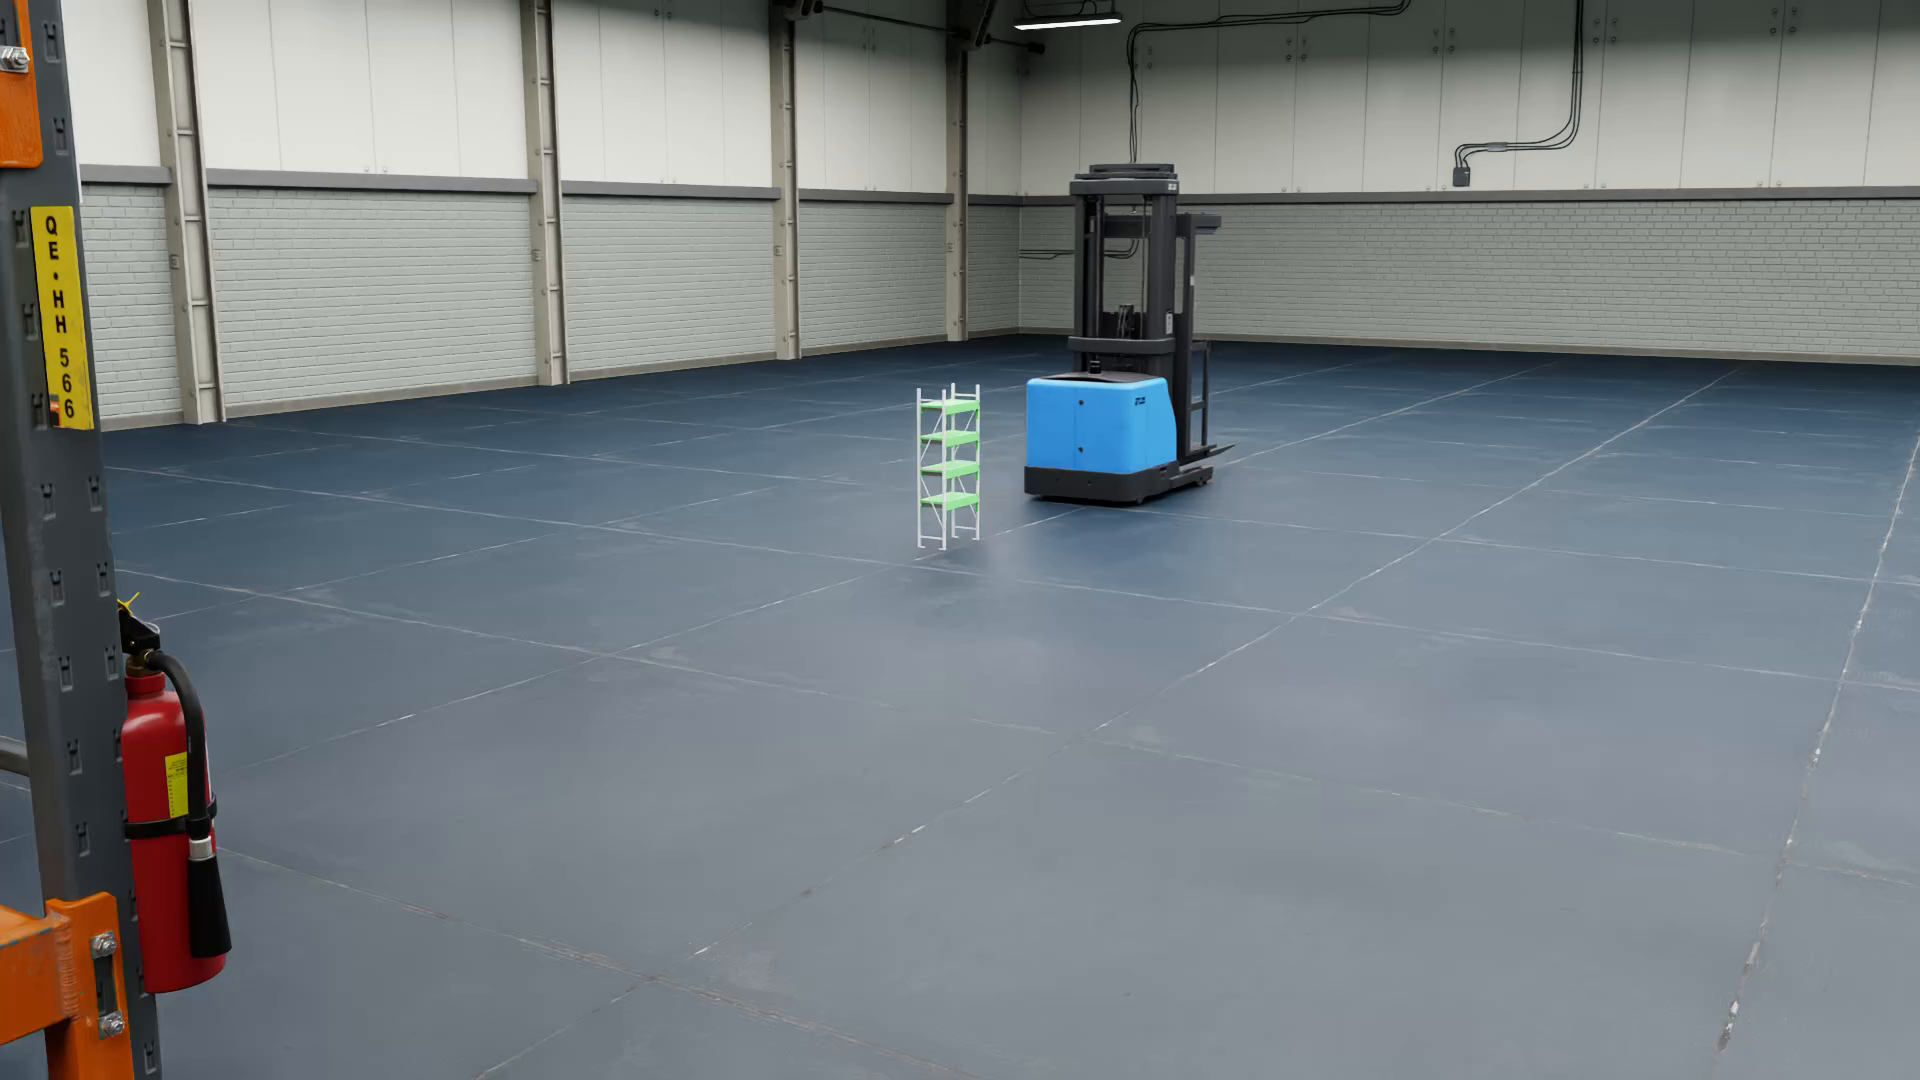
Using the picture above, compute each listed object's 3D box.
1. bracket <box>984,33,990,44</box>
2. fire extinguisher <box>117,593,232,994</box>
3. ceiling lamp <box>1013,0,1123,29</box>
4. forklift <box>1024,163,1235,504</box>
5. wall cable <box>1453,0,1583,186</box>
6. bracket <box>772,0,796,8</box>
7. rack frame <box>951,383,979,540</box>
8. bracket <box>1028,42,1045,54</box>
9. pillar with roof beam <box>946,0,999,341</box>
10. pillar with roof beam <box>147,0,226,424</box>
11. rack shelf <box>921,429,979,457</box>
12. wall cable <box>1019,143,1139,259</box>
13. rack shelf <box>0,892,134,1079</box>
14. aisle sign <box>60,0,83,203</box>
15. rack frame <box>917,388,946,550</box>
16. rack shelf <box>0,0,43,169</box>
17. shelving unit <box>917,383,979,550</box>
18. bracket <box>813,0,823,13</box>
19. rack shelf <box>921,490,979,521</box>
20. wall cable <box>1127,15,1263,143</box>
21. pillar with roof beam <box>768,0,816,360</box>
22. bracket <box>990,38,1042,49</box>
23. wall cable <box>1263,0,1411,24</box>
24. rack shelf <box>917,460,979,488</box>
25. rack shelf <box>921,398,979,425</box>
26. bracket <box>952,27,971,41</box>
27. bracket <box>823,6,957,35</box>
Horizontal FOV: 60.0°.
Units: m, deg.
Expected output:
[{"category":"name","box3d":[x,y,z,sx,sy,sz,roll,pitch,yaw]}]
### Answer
[{"category":"bracket","box3d":[0.457,-10.523,34.843,0.235,0.232,0.430,6,12,31]},{"category":"fire extinguisher","box3d":[-1.338,0.405,2.763,0.296,0.674,0.183,6,12,31]},{"category":"ceiling lamp","box3d":[1.991,-10.530,28.800,2.000,3.185,0.800,6,12,31]},{"category":"forklift","box3d":[1.739,-1.979,15.477,1.130,2.935,3.031,6,12,29]},{"category":"wall cable","box3d":[10.703,-9.822,31.636,2.305,6.003,0.169,6,12,31]},{"category":"bracket","box3d":[-3.089,-9.449,29.106,0.235,0.232,0.430,6,12,31]},{"category":"rack frame","box3d":[0.041,-0.602,12.824,0.240,1.200,0.015,6,12,31]},{"category":"bracket","box3d":[1.687,-10.896,36.834,0.235,0.232,0.430,6,12,31]},{"category":"pillar with roof beam","box3d":[3.617,-8.311,32.810,9.100,9.000,0.548,6,12,31]},{"category":"pillar with roof beam","box3d":[-5.728,-5.481,17.689,9.100,9.000,0.400,6,12,31]},{"category":"rack shelf","box3d":[-0.086,-0.737,12.587,0.258,0.148,0.480,6,12,31]},{"category":"wall cable","box3d":[2.597,-7.533,37.093,3.097,2.526,0.112,6,12,31]},{"category":"rack shelf","box3d":[-2.830,1.009,1.281,1.077,0.370,4.000,6,12,31]},{"category":"aisle sign","box3d":[-1.503,-0.918,2.555,0.394,0.787,0.004,6,12,31]},{"category":"rack frame","box3d":[-0.213,-0.525,12.414,0.240,1.200,0.015,6,12,31]},{"category":"rack shelf","box3d":[-2.830,-0.465,1.005,1.077,0.370,4.000,6,12,31]},{"category":"shelving unit","box3d":[-0.086,-0.564,12.619,0.258,1.200,0.503,6,12,31]},{"category":"bracket","box3d":[-2.658,-9.580,29.803,0.235,0.232,0.430,6,12,31]},{"category":"rack shelf","box3d":[-0.086,-0.265,12.675,0.258,0.148,0.480,6,12,31]},{"category":"wall cable","box3d":[4.910,-9.757,35.247,3.097,2.526,0.112,6,12,31]},{"category":"pillar with roof beam","box3d":[0.502,-7.368,27.770,9.100,9.000,0.548,6,12,31]},{"category":"bracket","box3d":[1.380,-10.803,36.338,0.076,0.066,3.189,6,12,31]},{"category":"wall cable","box3d":[7.555,-11.697,33.250,3.097,2.526,0.112,6,12,31]},{"category":"rack shelf","box3d":[-0.086,-0.501,12.631,0.258,0.148,0.480,6,12,31]},{"category":"rack shelf","box3d":[-0.086,-0.973,12.543,0.258,0.148,0.480,6,12,31]},{"category":"bracket","box3d":[0.026,-10.393,34.146,0.235,0.232,0.430,6,12,31]},{"category":"bracket","box3d":[-1.312,-9.988,31.982,0.076,0.066,4.783,6,12,31]}]
